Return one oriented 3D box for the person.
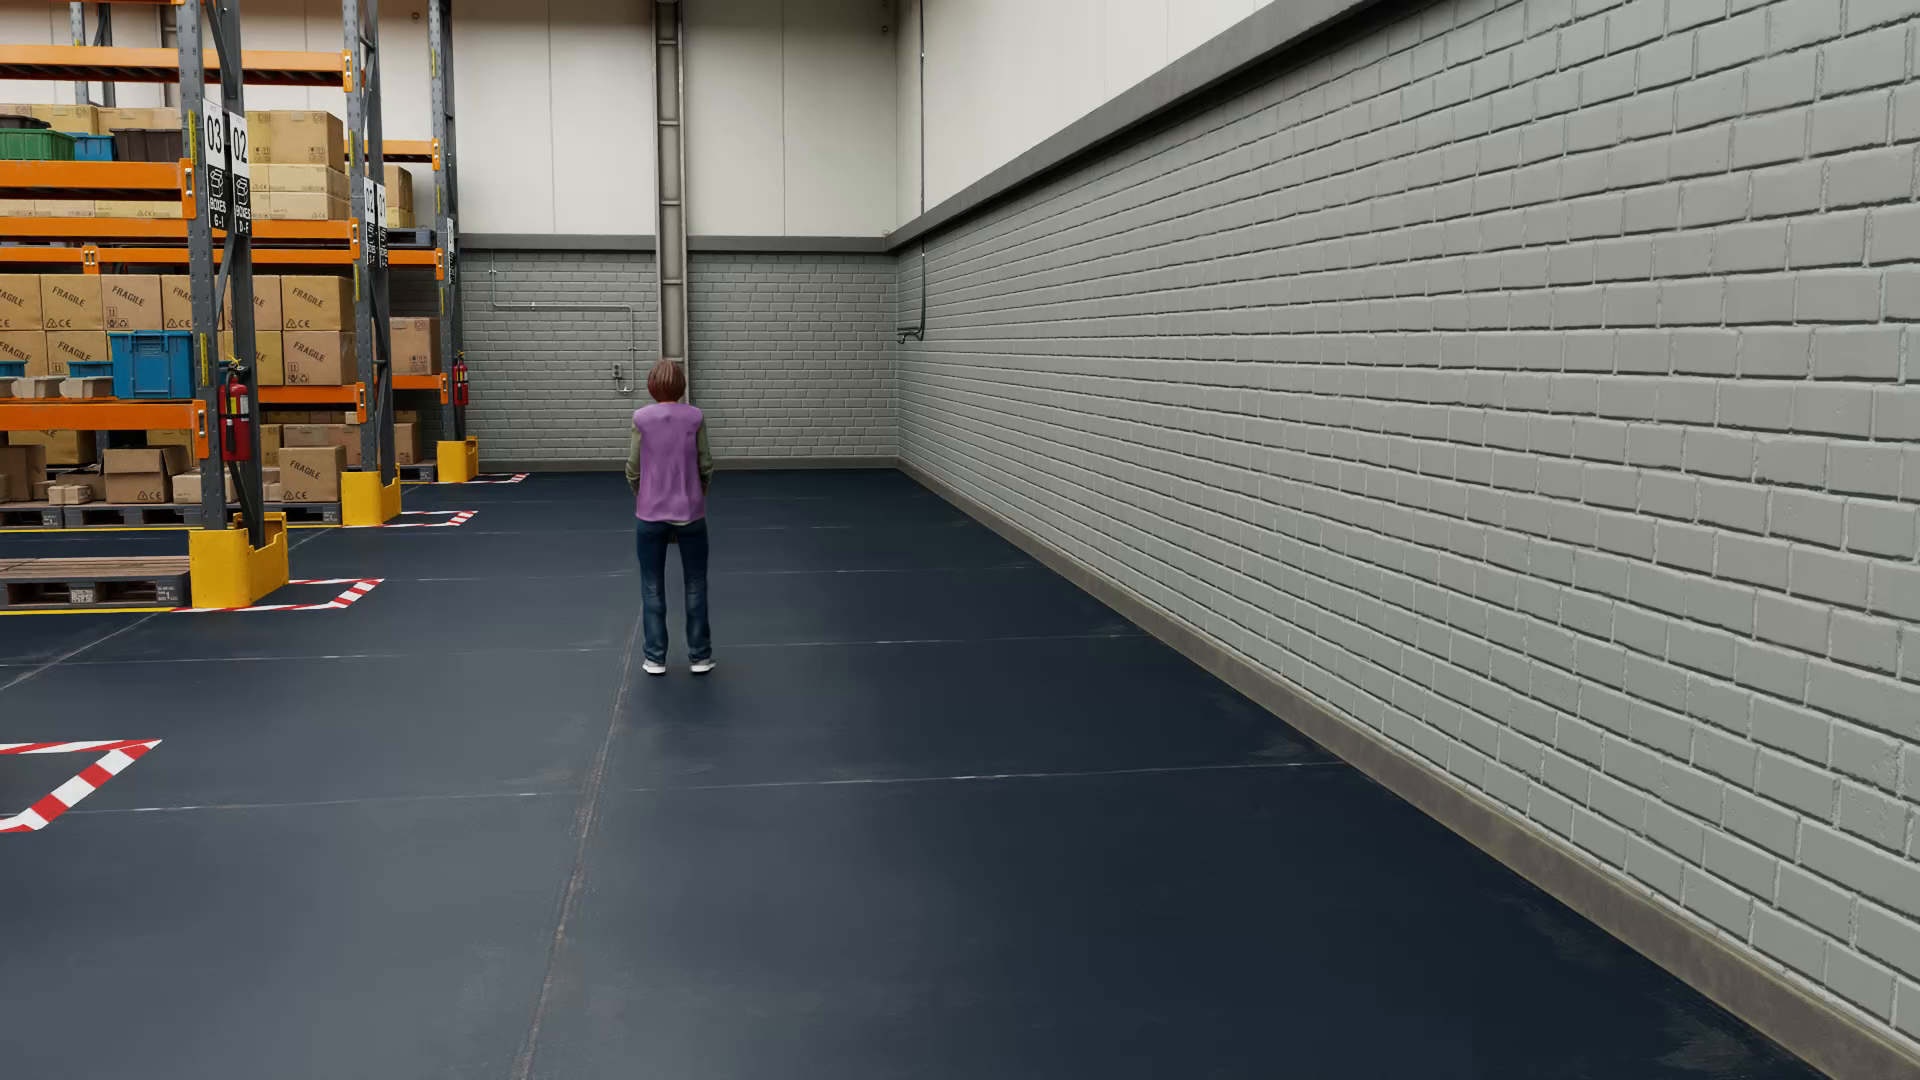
[{"bbox_3d":[-1.478,-0.120,8.506,0.444,1.603,0.397,-1,7,-10],"label":"person"}]
